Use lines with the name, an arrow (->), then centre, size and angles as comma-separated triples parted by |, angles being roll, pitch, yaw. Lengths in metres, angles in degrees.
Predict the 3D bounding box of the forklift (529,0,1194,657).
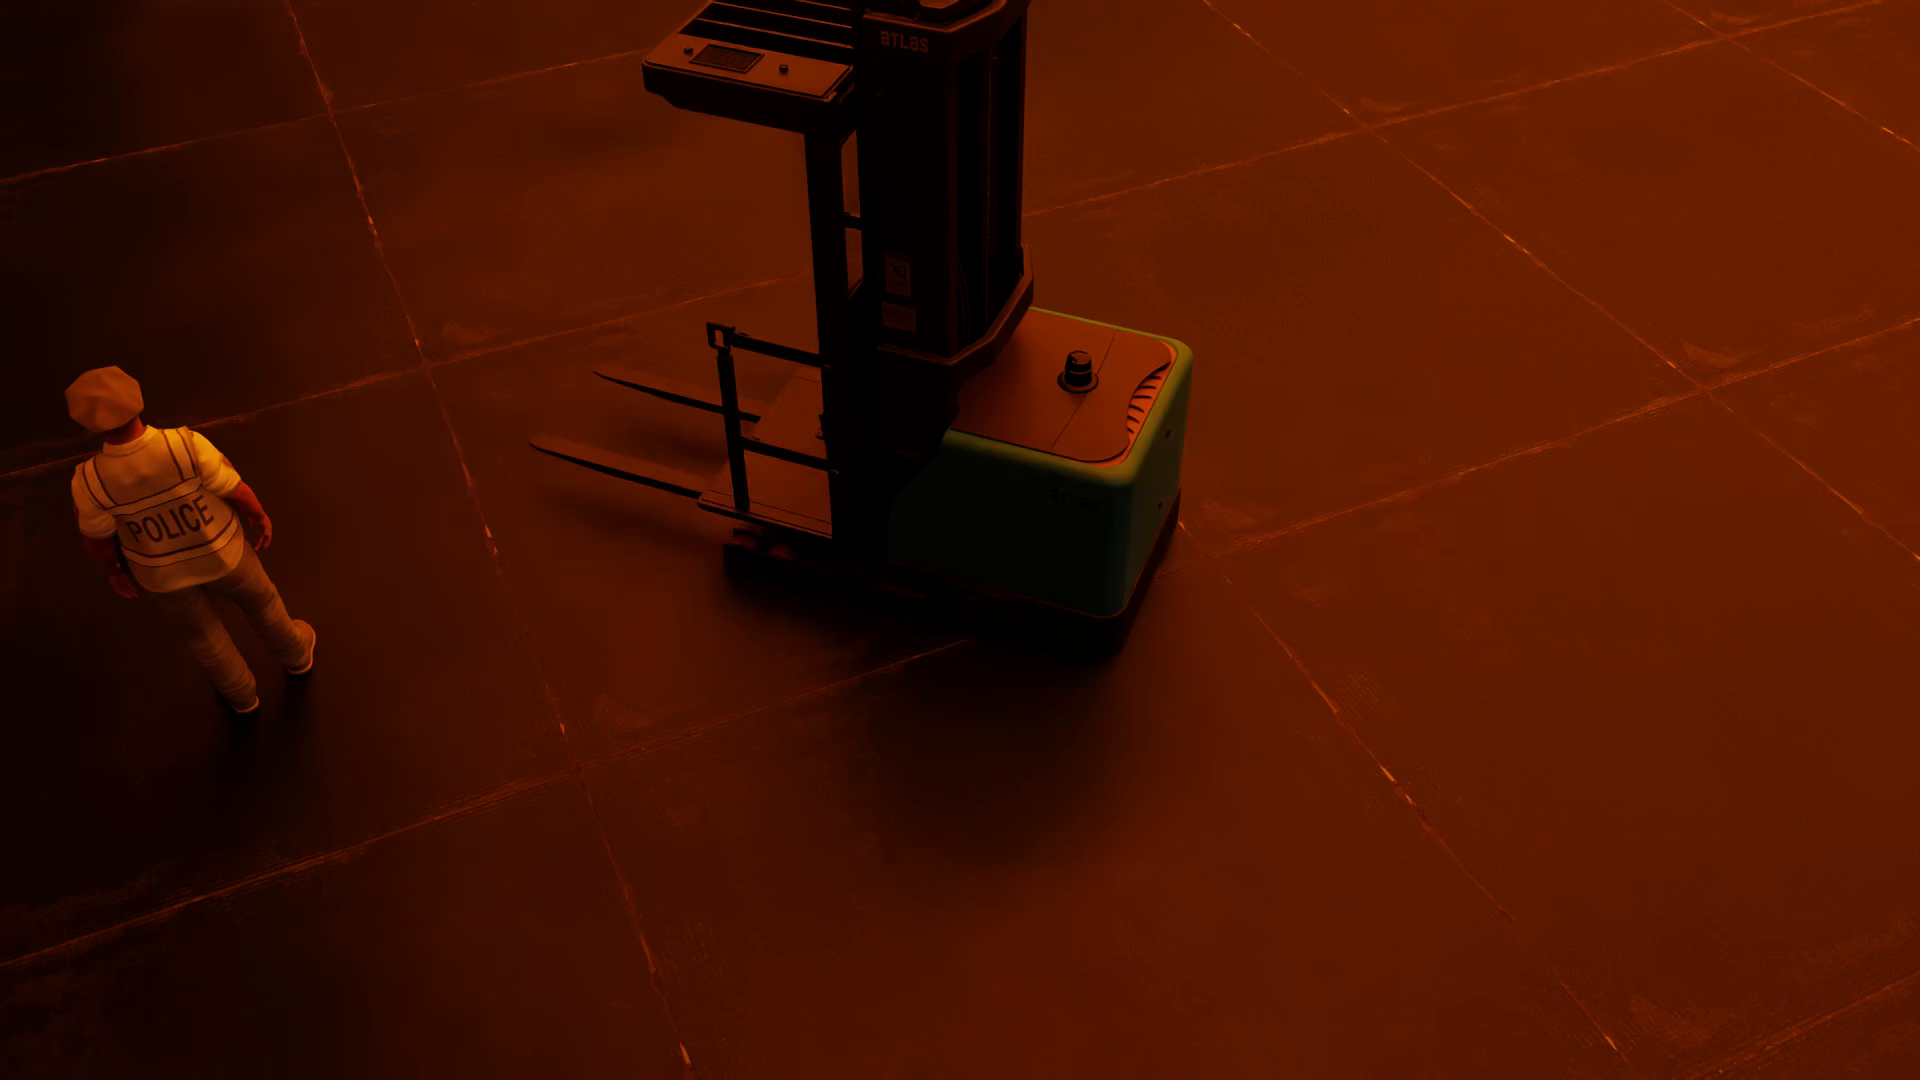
forklift -> -0.547, -1.206, 6.972 | 3.031, 2.935, 1.130 | 15, 45, 16

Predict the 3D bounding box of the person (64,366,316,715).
person -> -3.041, -0.010, 6.523 | 0.636, 1.778, 0.576 | -20, 47, -20
